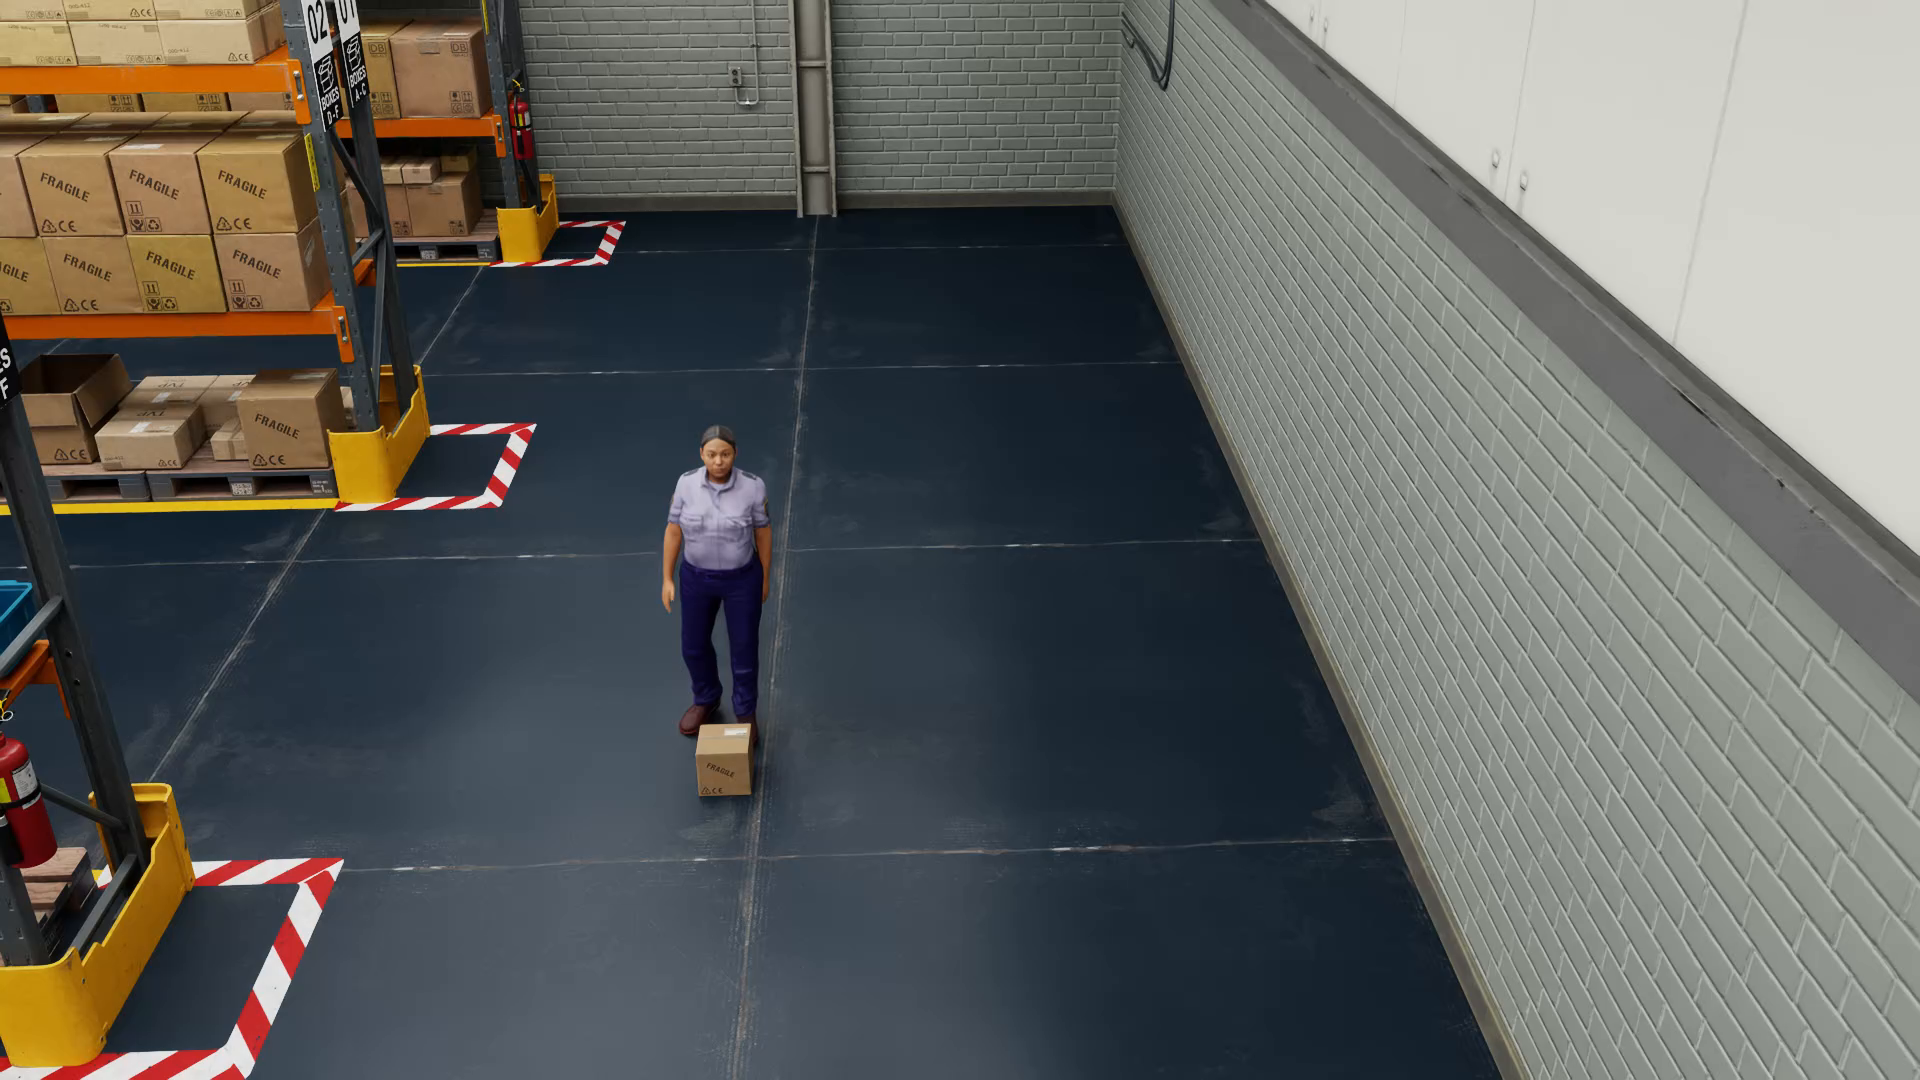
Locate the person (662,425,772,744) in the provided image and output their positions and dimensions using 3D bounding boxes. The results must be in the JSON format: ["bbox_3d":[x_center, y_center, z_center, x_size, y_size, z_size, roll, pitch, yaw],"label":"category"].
[{"bbox_3d":[-1.185,0.225,8.179,0.533,1.671,0.383,1,28,2],"label":"person"}]
